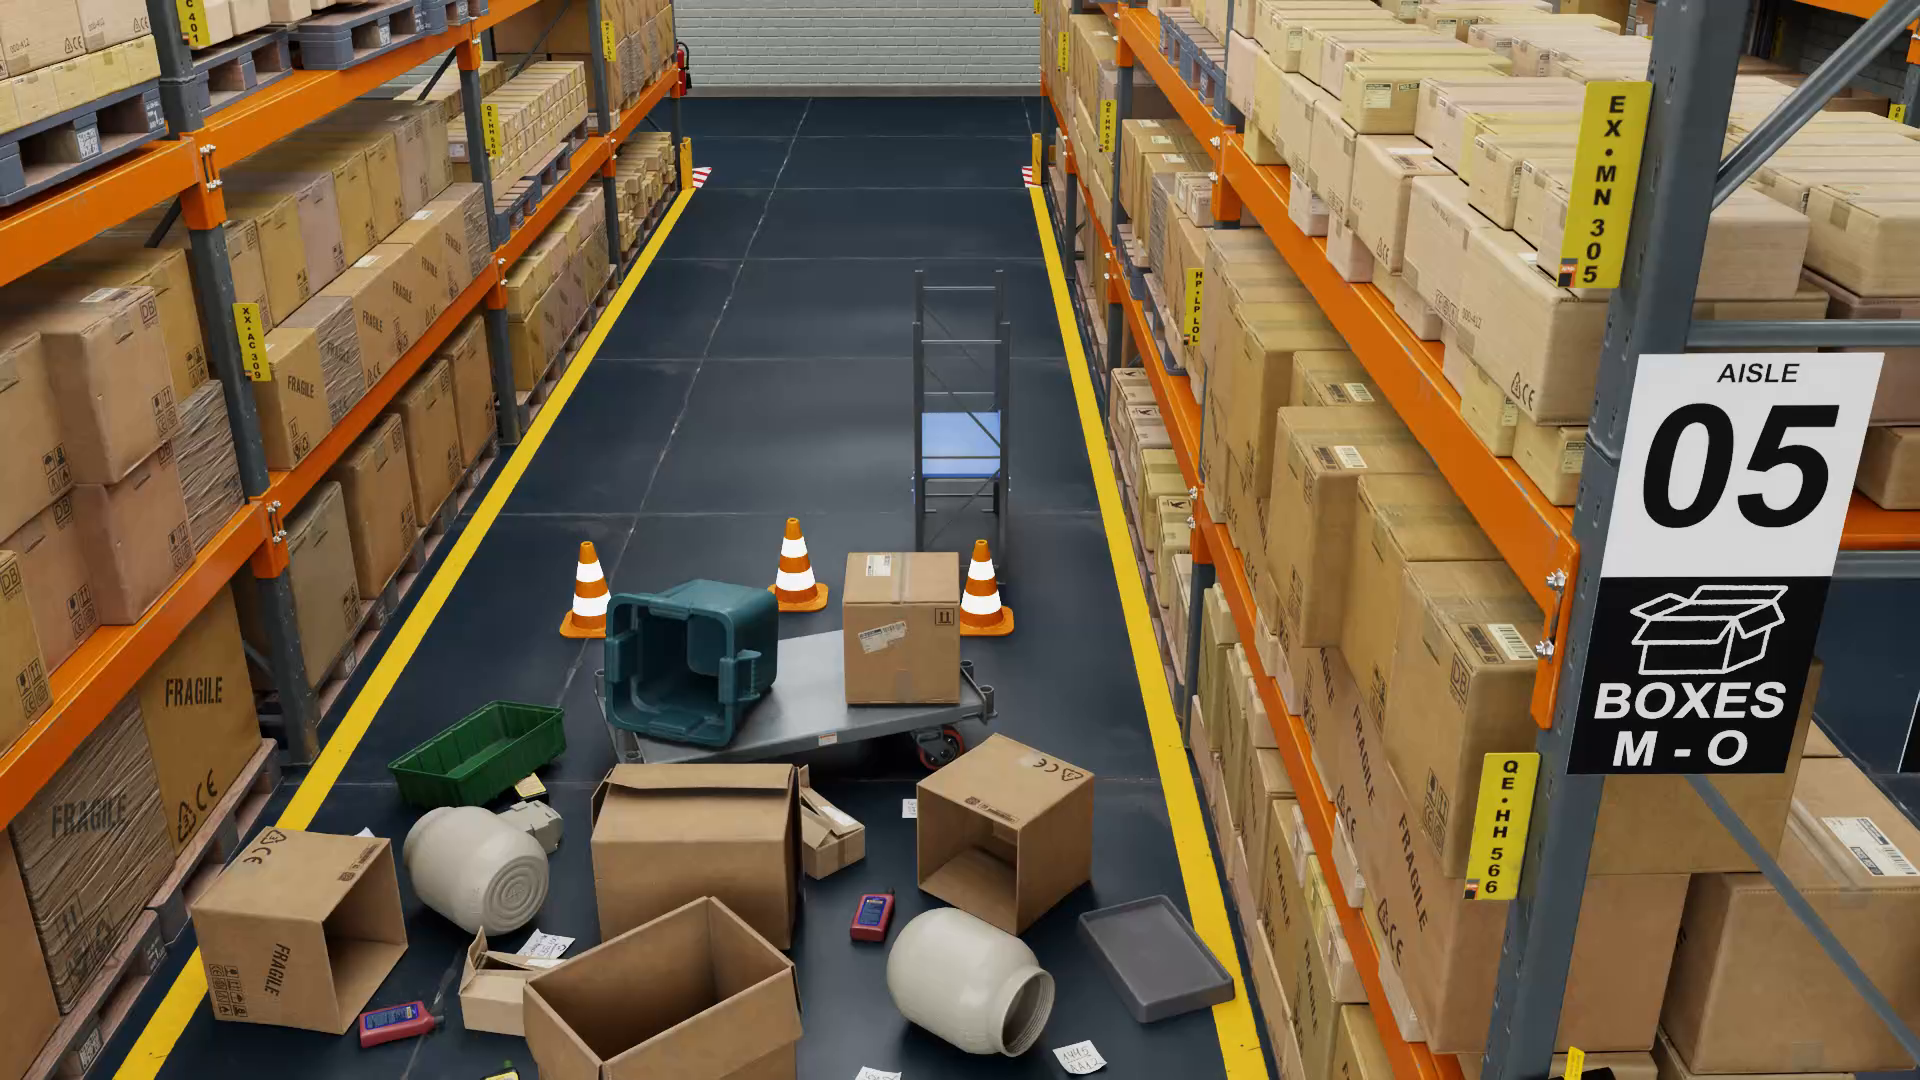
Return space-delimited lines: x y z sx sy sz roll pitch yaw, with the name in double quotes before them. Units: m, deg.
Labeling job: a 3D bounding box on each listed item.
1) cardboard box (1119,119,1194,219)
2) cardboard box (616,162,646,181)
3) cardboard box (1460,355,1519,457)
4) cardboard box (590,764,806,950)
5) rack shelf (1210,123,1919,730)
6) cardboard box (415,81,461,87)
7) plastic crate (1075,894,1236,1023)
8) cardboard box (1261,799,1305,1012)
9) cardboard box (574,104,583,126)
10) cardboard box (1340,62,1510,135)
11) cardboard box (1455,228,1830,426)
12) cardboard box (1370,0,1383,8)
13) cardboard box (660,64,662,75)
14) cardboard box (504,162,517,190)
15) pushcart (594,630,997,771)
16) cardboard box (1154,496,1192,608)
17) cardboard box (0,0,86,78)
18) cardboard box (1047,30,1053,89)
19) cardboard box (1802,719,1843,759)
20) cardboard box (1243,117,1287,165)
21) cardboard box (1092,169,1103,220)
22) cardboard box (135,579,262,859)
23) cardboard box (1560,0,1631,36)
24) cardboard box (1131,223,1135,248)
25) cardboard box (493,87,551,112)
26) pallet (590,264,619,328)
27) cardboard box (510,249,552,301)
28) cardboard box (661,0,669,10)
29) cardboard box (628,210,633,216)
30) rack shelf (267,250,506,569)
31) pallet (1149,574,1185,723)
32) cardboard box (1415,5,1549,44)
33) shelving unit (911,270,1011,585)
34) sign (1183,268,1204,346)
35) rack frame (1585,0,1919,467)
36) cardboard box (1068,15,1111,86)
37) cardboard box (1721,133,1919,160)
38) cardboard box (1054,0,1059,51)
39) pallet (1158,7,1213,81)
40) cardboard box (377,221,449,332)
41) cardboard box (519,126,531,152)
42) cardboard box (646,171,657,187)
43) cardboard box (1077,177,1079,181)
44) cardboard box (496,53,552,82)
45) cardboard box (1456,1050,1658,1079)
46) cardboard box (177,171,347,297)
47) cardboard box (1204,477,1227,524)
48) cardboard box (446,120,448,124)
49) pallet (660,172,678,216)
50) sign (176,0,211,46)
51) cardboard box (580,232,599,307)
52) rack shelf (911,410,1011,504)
"cardboard box" 1.258 -2.264 10.124 0.500 0.500 0.500 -1 24 -2
"cardboard box" -3.296 -3.613 16.326 0.380 0.149 0.250 0 24 0
"cardboard box" 1.252 -0.282 3.398 0.380 0.149 0.250 0 24 0
"cardboard box" -0.998 1.196 6.330 0.797 0.637 0.503 0 24 -1
"rack shelf" 1.550 -0.645 4.768 1.077 0.370 4.000 0 24 -1
"cardboard box" -3.951 -3.417 12.739 0.380 0.149 0.250 0 24 -1
"plastic crate" 0.725 1.551 6.224 0.402 0.080 0.583 -9 26 -19
"cardboard box" 1.294 1.186 5.404 0.500 0.500 0.500 -1 24 -2
"cardboard box" -3.302 -3.470 13.577 0.380 0.149 0.250 0 24 0
"cardboard box" 1.222 -1.167 4.387 0.380 0.149 0.250 0 24 1
"cardboard box" 1.296 -0.425 3.231 0.500 0.250 0.500 -1 24 -1
"cardboard box" 1.922 -2.162 6.923 0.500 0.250 0.500 -1 24 -2
"cardboard box" -3.283 -4.857 17.155 0.380 0.149 0.250 0 24 -1
"cardboard box" -3.274 -2.498 11.429 0.380 0.149 0.250 1 24 2
"pushcart" -0.752 0.796 7.533 1.648 0.377 0.936 -9 26 -19
"cardboard box" 1.508 0.064 8.648 0.950 0.372 0.625 1 24 3
"cardboard box" -3.153 -1.627 5.257 0.500 0.250 0.500 0 24 -1
"cardboard box" 1.136 -4.803 16.609 0.500 0.500 0.500 0 24 -1
"cardboard box" 1.835 0.627 4.240 0.500 0.500 0.500 0 24 1
"cardboard box" 1.230 -1.444 5.969 0.380 0.149 0.250 0 24 -1
"cardboard box" 1.198 -2.427 11.659 0.500 0.250 0.500 0 24 0
"cardboard box" -3.484 0.670 6.697 0.875 0.875 0.875 0 24 0
"cardboard box" 6.113 -5.001 16.079 0.500 0.500 0.500 0 24 1
"cardboard box" 1.228 -1.791 9.864 0.380 0.149 0.250 -2 24 -4
"cardboard box" -3.295 -3.309 12.499 0.380 0.149 0.250 -1 24 -3
"pallet" -3.498 -2.071 14.073 1.003 0.211 1.213 0 24 -1
"cardboard box" -3.236 -1.903 11.930 0.500 0.250 0.500 -1 24 -1
"cardboard box" -3.298 -5.760 17.150 0.500 0.500 0.500 -1 24 -2
"cardboard box" -3.301 -3.023 15.743 0.380 0.149 0.250 -1 24 -2
"rack shelf" -3.443 -0.862 8.890 1.077 0.370 4.000 0 24 -1
"pallet" 1.518 0.520 8.344 1.003 0.211 1.213 0 24 -1
"cardboard box" 1.742 -1.701 5.569 0.380 0.149 0.250 0 24 1
"shelving unit" 0.001 -0.648 9.363 0.538 1.500 1.048 0 24 -1
"sign" 0.973 -0.953 6.813 0.100 0.325 0.005 0 24 -1
"rack frame" 1.571 -1.515 2.180 1.000 3.000 0.127 0 24 -1
"cardboard box" 1.158 -4.045 13.719 0.500 0.500 0.500 0 24 0
"cardboard box" 1.812 -0.752 3.469 0.380 0.149 0.250 0 24 -1
"cardboard box" 1.147 -4.840 15.476 0.500 0.500 0.500 0 24 0
"pallet" 1.613 -2.393 7.989 1.213 0.211 1.003 0 24 -1
"cardboard box" -3.182 -1.464 9.225 0.500 0.500 0.500 -1 24 -1
"cardboard box" -3.285 -2.855 11.857 0.380 0.149 0.250 0 24 0
"cardboard box" -3.250 -3.589 16.635 0.380 0.149 0.250 1 24 2
"cardboard box" 1.531 -3.378 16.179 0.875 0.438 0.875 -1 24 -2
"cardboard box" -3.796 -4.042 14.564 0.500 0.500 0.500 0 24 0
"cardboard box" 1.353 1.180 3.806 0.380 0.149 0.250 1 24 1
"cardboard box" -3.445 -1.492 8.074 0.700 0.500 0.500 0 24 0
"cardboard box" 1.211 -0.184 6.822 0.380 0.149 0.250 0 24 -1
"cardboard box" -3.941 -2.960 12.088 0.380 0.149 0.250 0 24 1
"pallet" -3.577 -3.674 17.617 1.003 0.211 1.213 0 24 -1
"sign" -2.866 -2.007 6.185 0.100 0.325 0.005 0 24 -1
"cardboard box" -3.243 -2.200 13.497 0.500 0.500 0.500 -1 24 -2
"rack shelf" 0.001 -0.484 9.437 0.538 0.185 1.000 0 24 -1
